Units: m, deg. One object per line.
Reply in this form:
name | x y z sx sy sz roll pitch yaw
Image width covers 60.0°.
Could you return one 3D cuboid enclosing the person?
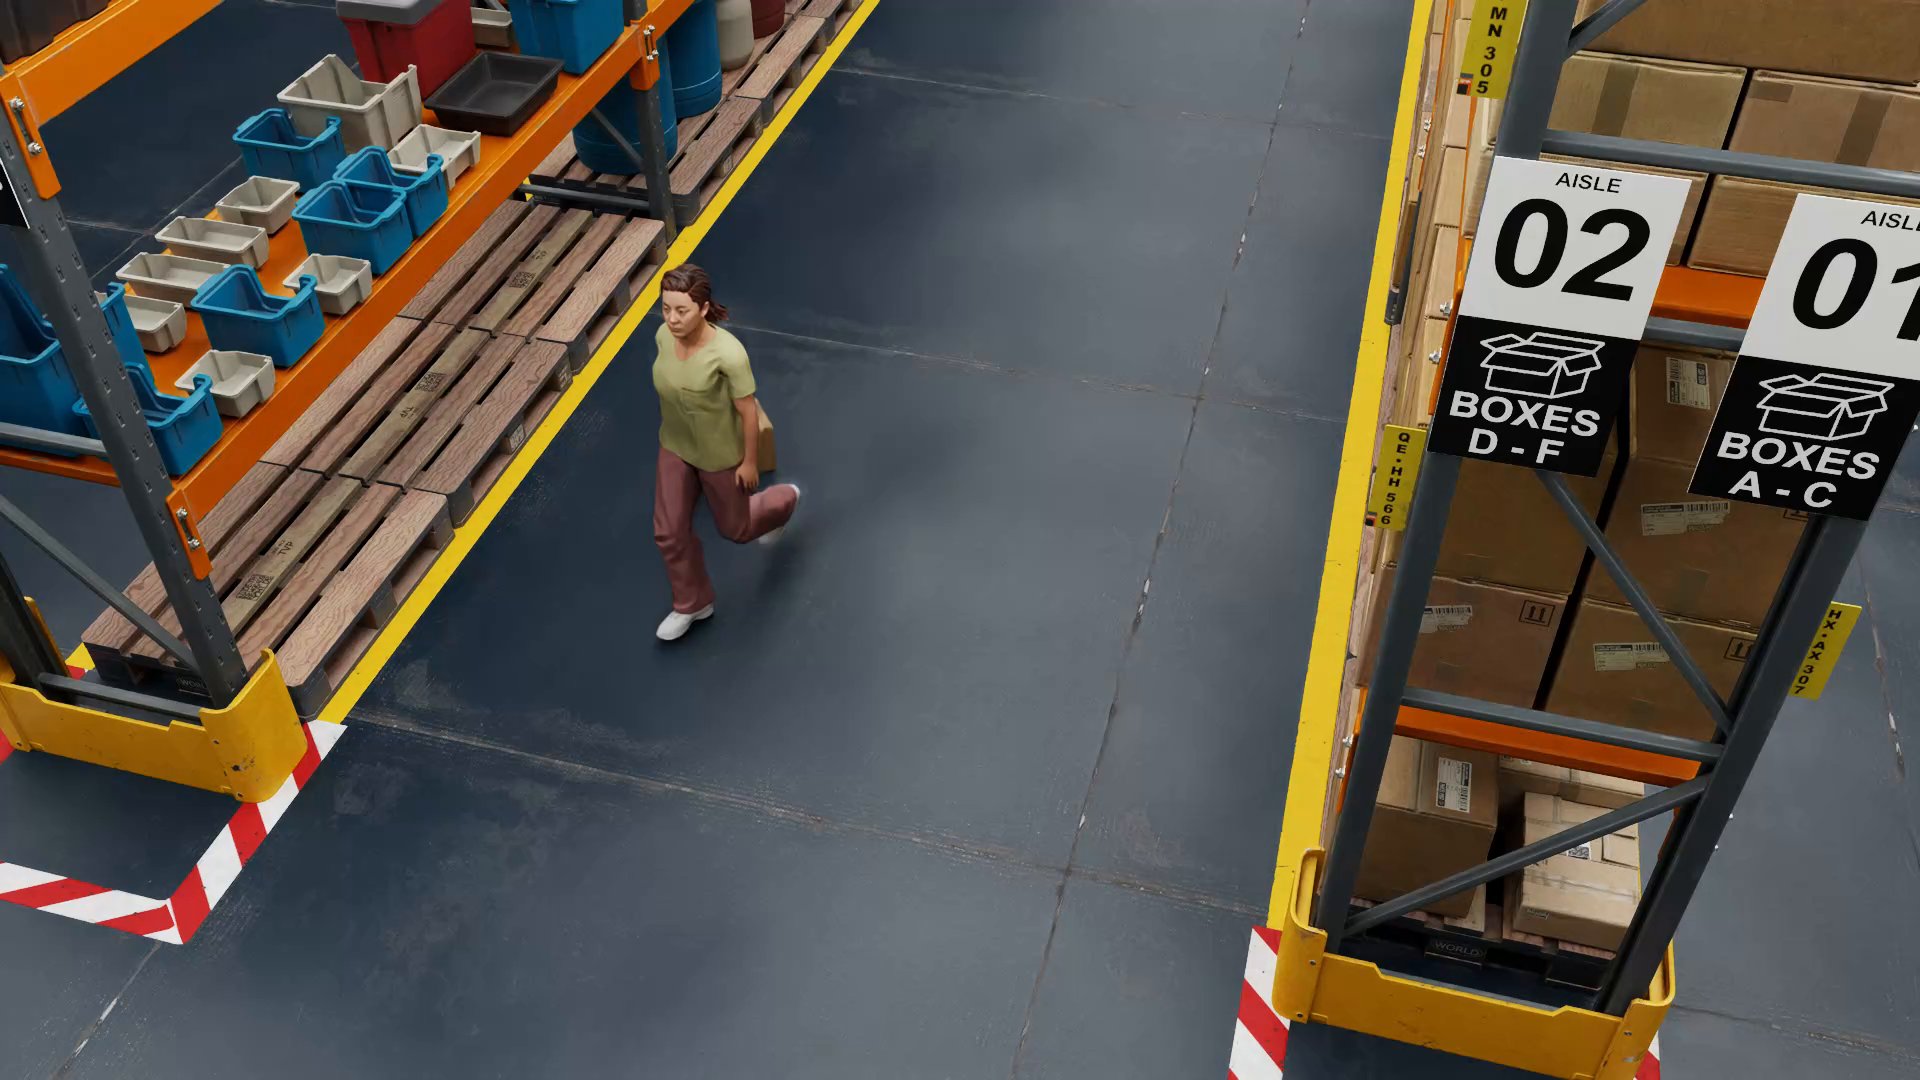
person | -0.963 -0.396 6.614 0.463 1.628 0.862 20 45 21
